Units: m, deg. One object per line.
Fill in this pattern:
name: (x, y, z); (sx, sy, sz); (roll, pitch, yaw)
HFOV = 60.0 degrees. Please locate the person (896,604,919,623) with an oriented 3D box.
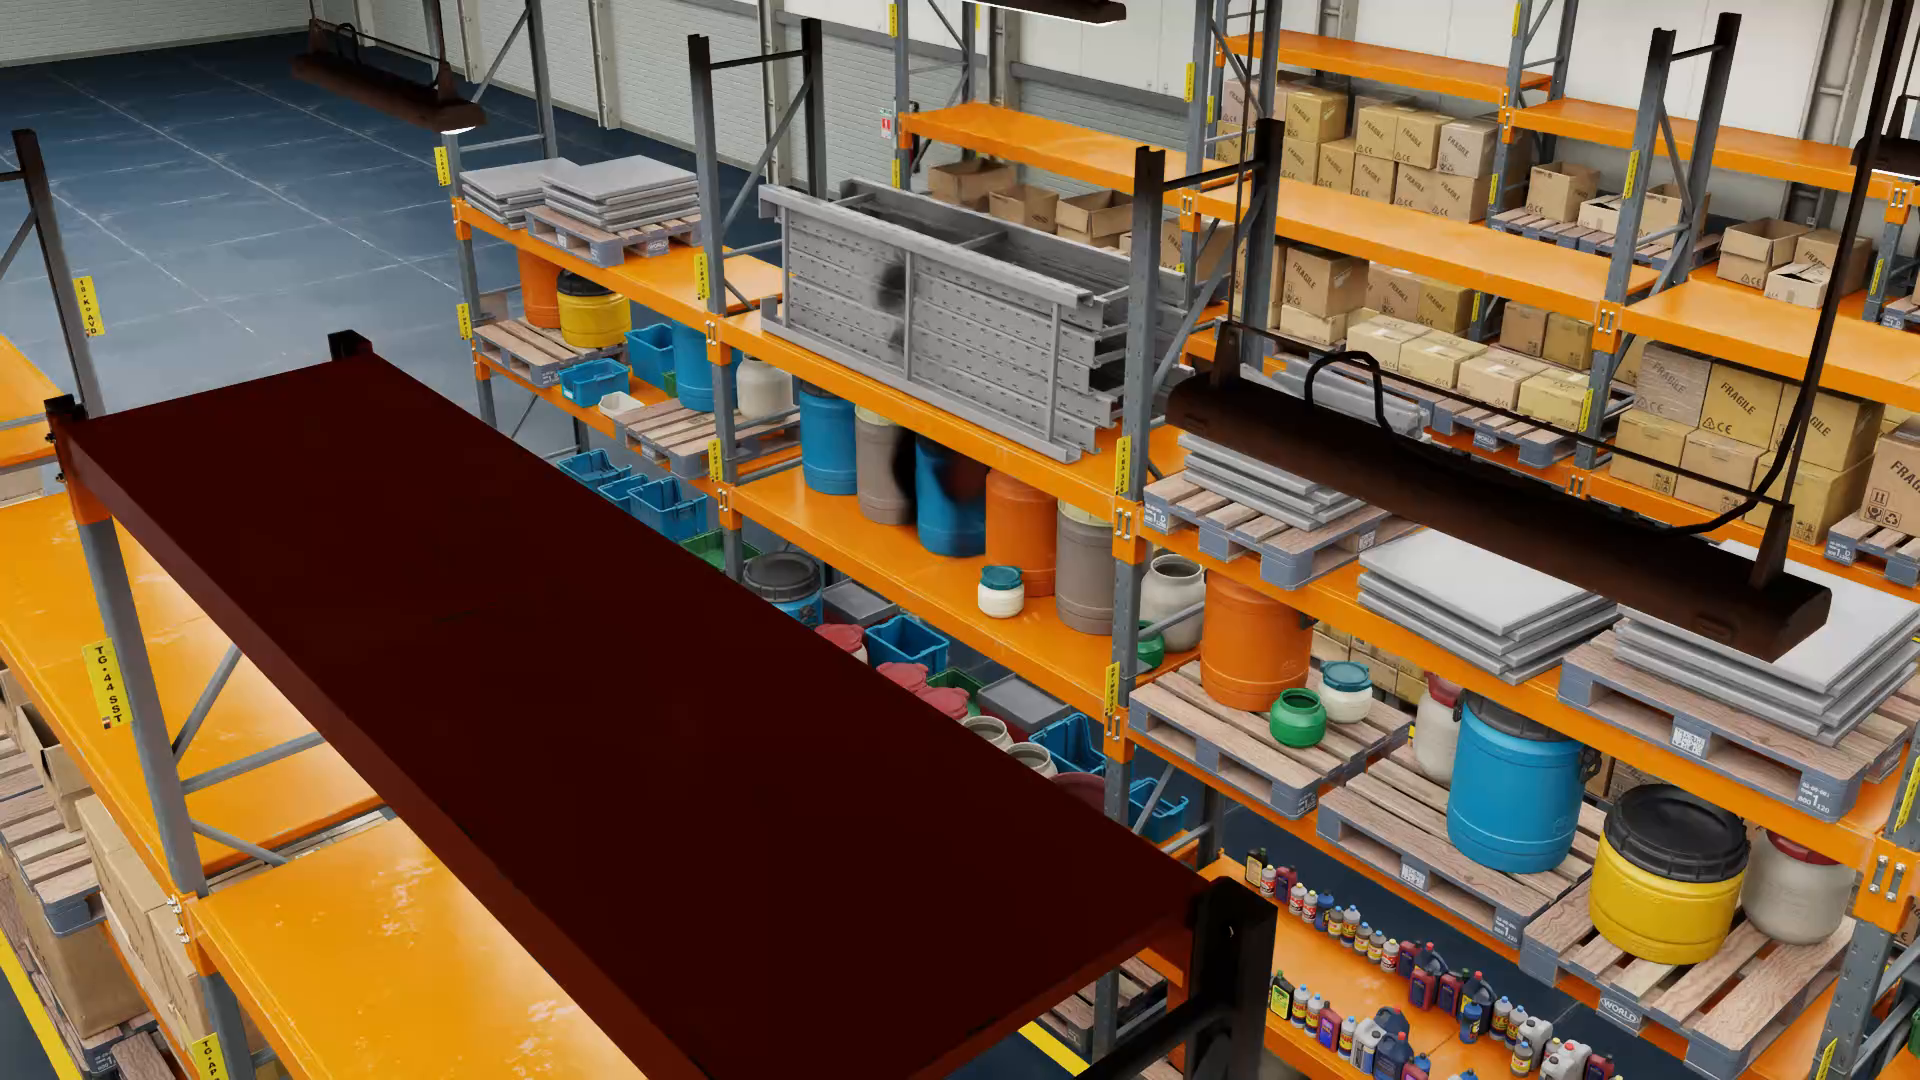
person: (-0.487, 0.323, 14.432); (0.668, 1.904, 0.641); (-22, 34, -36)
